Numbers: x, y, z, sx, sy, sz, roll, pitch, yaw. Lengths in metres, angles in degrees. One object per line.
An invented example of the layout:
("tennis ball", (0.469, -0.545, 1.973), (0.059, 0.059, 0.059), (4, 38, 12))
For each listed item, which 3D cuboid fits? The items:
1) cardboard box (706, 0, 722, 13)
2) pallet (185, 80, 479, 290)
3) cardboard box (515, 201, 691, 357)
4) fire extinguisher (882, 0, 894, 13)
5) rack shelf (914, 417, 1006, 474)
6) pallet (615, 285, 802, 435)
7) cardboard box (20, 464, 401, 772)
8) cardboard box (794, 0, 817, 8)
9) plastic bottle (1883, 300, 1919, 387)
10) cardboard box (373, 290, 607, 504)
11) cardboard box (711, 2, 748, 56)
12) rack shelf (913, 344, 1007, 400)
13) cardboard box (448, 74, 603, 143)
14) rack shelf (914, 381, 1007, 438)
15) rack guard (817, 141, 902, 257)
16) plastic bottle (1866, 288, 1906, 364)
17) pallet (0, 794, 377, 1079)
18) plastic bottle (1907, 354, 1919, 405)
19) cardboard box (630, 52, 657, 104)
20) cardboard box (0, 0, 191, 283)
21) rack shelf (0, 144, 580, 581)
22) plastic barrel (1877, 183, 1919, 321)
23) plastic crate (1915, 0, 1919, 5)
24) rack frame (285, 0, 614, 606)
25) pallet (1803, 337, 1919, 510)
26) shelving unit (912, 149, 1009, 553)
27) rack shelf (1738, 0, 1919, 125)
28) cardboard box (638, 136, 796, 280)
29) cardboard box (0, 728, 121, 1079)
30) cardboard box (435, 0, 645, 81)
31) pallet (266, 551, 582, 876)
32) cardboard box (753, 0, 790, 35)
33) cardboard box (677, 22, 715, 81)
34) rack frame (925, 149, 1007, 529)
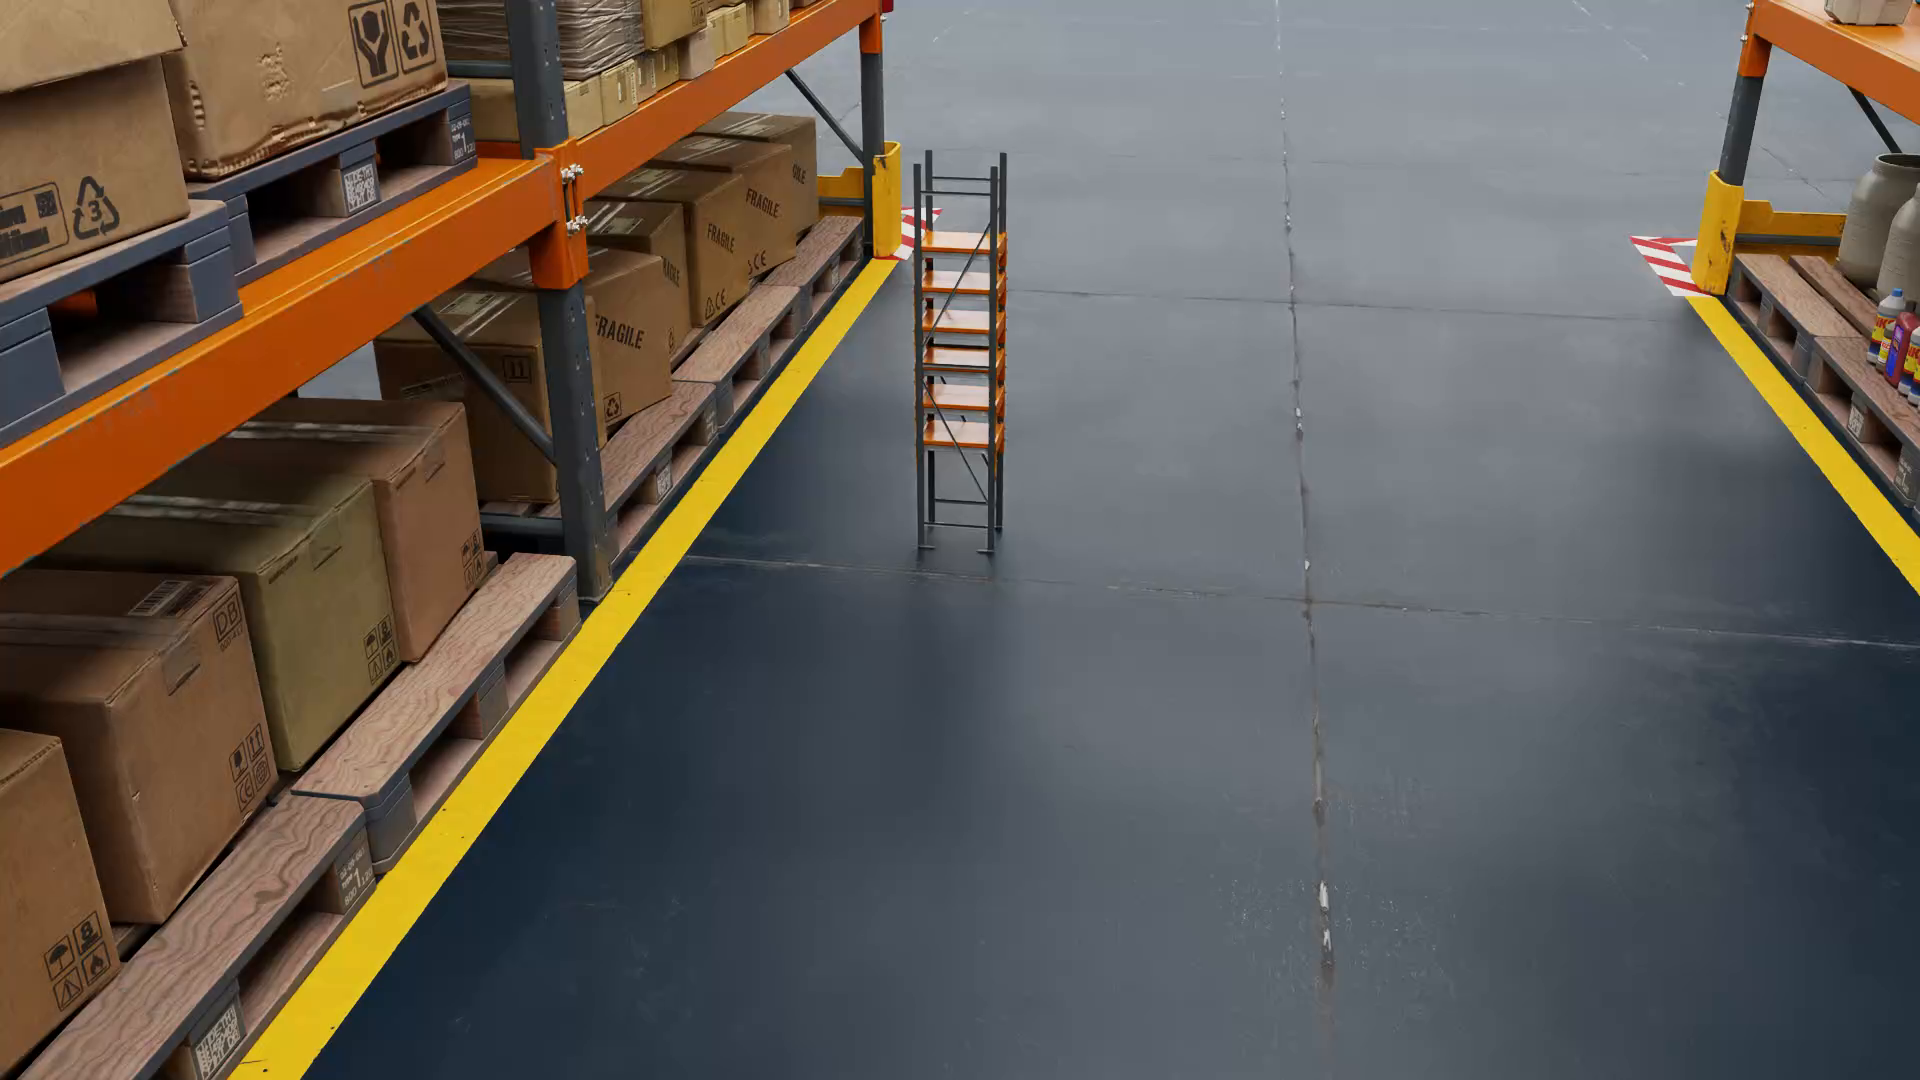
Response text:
("cardboard box", (-1.301, -2.015, 5.548), (0.875, 0.500, 0.500), (4, 25, 9))
("pallet", (-1.802, -0.832, 3.715), (1.003, 0.211, 1.213), (4, 25, 9))
("cardboard box", (-1.319, -0.956, 6.208), (0.500, 0.500, 0.500), (2, 25, 4))
("fire extinguisher", (-0.407, -2.882, 7.960), (0.296, 0.674, 0.183), (4, 25, 9))
("rack shelf", (0.002, -0.292, 5.129), (0.258, 0.103, 0.180), (4, 25, 9))
("pallet", (-1.262, -0.760, 6.626), (1.003, 0.211, 1.213), (4, 25, 9))
("cardboard box", (-1.752, 0.158, 3.804), (0.700, 0.500, 0.500), (4, 25, 8))
("cardboard box", (-0.811, -2.338, 7.003), (0.380, 0.149, 0.250), (4, 25, 9))
("plastic bottle", (3.347, -0.697, 5.886), (0.061, 0.283, 0.133), (4, 25, 9))
("cardboard box", (-1.429, -0.451, 5.128), (0.500, 0.500, 0.500), (3, 25, 7))
("cardboard box", (-0.970, -1.812, 5.879), (0.380, 0.149, 0.250), (4, 25, 9))
("rack shelf", (0.002, -0.509, 5.027), (0.258, 0.103, 0.180), (4, 25, 9))
("cardboard box", (-1.202, -1.184, 4.537), (0.380, 0.149, 0.250), (4, 25, 9))
("rack shelf", (0.002, -0.401, 5.078), (0.258, 0.103, 0.180), (4, 25, 9))
("rack guard", (-0.893, -1.737, 8.372), (1.175, 0.500, 0.348), (4, 25, 9))
("plastic bottle", (3.402, -0.785, 6.088), (0.097, 0.271, 0.097), (0, 25, 0))
("pallet", (-1.857, 0.872, 3.138), (1.003, 0.211, 1.213), (4, 25, 9))
("plastic bottle", (3.330, -0.600, 5.692), (0.097, 0.271, 0.097), (0, 25, 0))
("cardboard box", (-1.135, -1.394, 4.986), (0.380, 0.149, 0.250), (4, 25, 9))
("cardboard box", (-1.726, -0.734, 2.662), (0.797, 0.503, 0.637), (7, 26, 14))
("rack shelf", (-1.861, -0.066, 2.701), (1.077, 0.370, 4.000), (4, 25, 9))
("plastic barrel", (3.892, -1.131, 6.568), (0.421, 0.512, 0.421), (0, 25, 0))
("plastic crate", (4.219, -2.261, 6.717), (0.499, 0.251, 0.616), (4, 25, 9))
("rack frame", (-1.534, -1.228, 4.336), (1.000, 3.000, 0.127), (4, 25, 9))
("pallet", (3.700, -0.412, 5.881), (1.003, 0.211, 1.213), (4, 25, 9))
("shelving unit", (0.002, -0.549, 5.009), (0.258, 1.200, 0.189), (4, 25, 9))
("rack shelf", (3.679, -1.396, 5.542), (1.077, 0.370, 4.000), (4, 25, 9))
("cardboard box", (-1.063, -1.447, 7.256), (0.500, 0.500, 0.500), (11, 27, 22))
("cardboard box", (-1.934, 0.625, 2.805), (0.700, 0.500, 0.500), (6, 26, 13))
("cardboard box", (-1.399, -1.592, 4.645), (0.875, 0.500, 0.500), (4, 25, 9))
("pallet", (-1.660, 0.360, 4.231), (1.003, 0.211, 1.213), (4, 25, 9))
("cardboard box", (-0.865, -2.019, 6.322), (0.380, 0.149, 0.250), (4, 25, 9))
("cardboard box", (-1.022, -1.601, 5.428), (0.380, 0.149, 0.250), (4, 25, 9))
("rack frame", (0.017, -0.588, 5.090), (0.240, 1.200, 0.006), (4, 25, 9))
